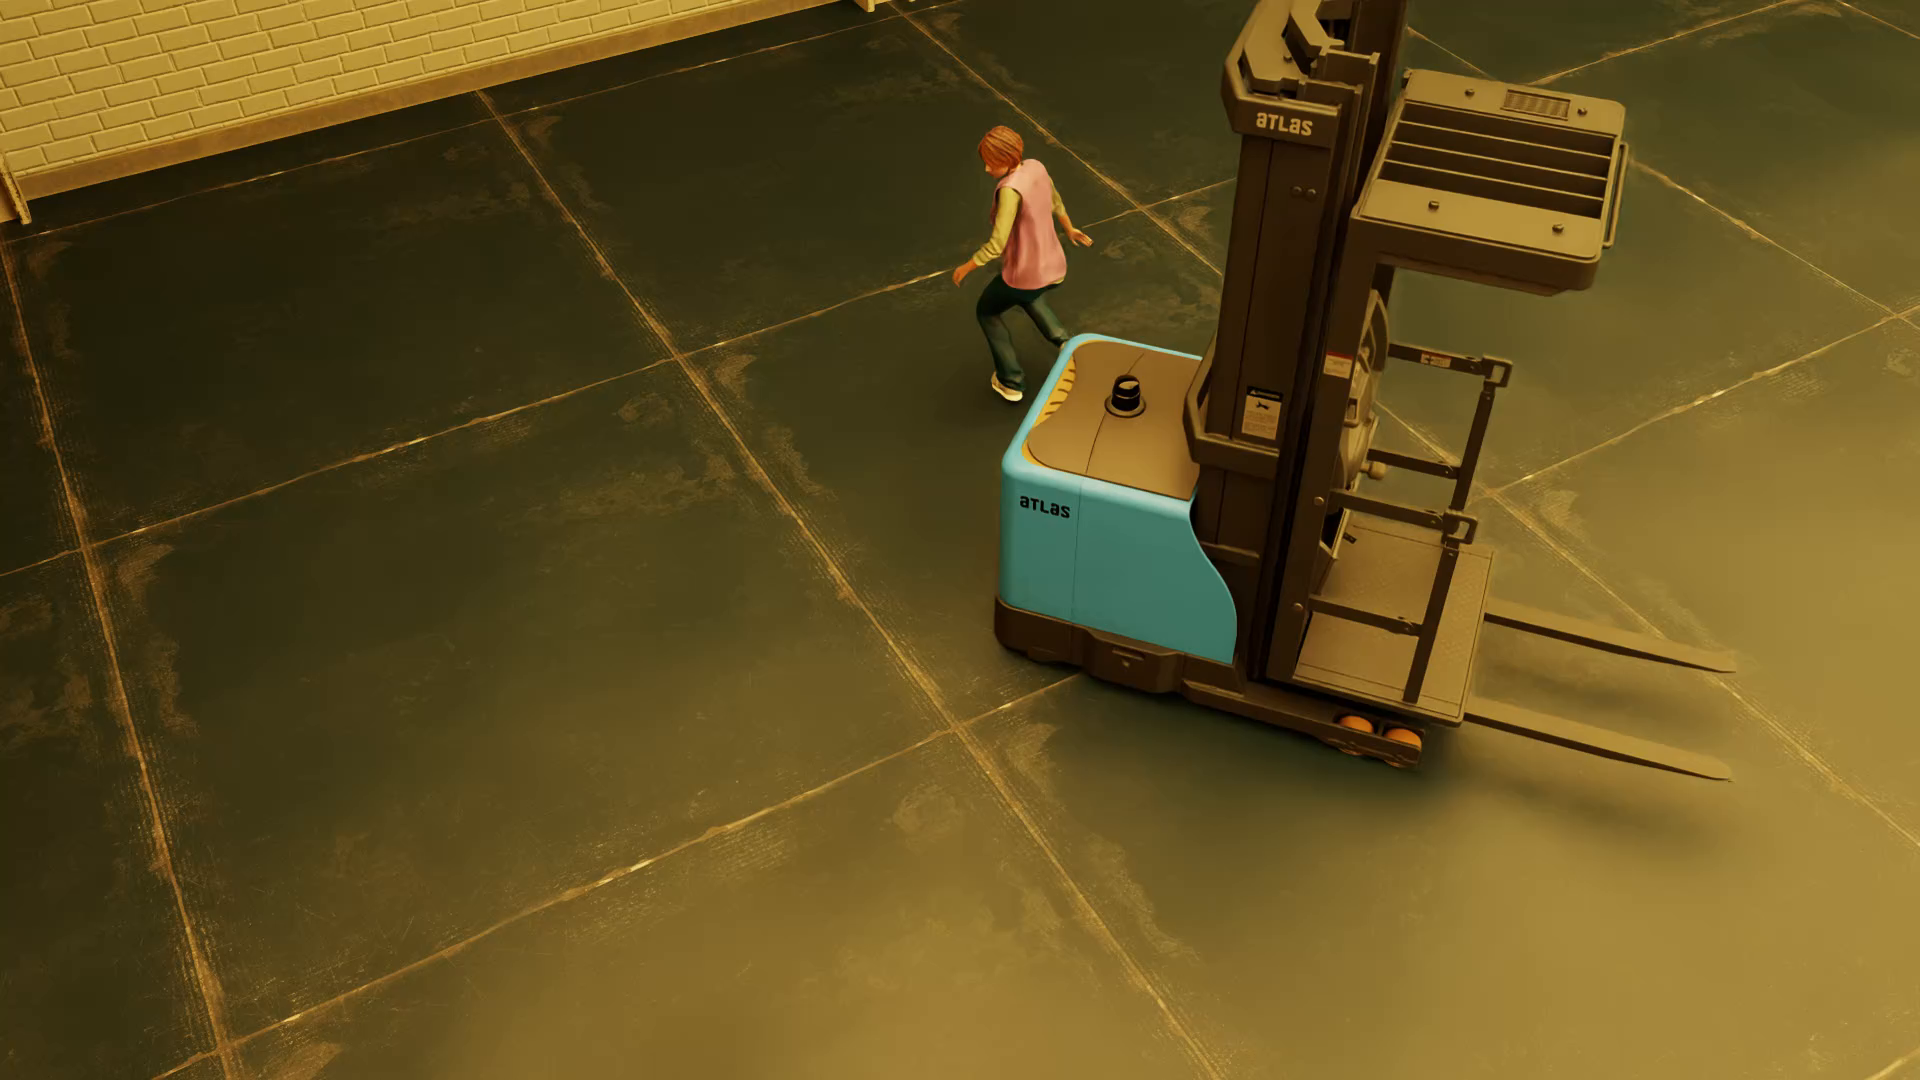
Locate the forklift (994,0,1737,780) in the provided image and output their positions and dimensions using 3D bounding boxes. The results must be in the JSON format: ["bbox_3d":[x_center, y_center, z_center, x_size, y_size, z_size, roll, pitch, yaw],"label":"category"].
[{"bbox_3d":[1.722,-0.550,6.290,3.031,2.935,1.130,14,45,15],"label":"forklift"}]

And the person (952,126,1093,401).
[{"bbox_3d":[0.359,-1.391,8.332,0.477,1.422,0.822,29,50,28],"label":"person"}]
